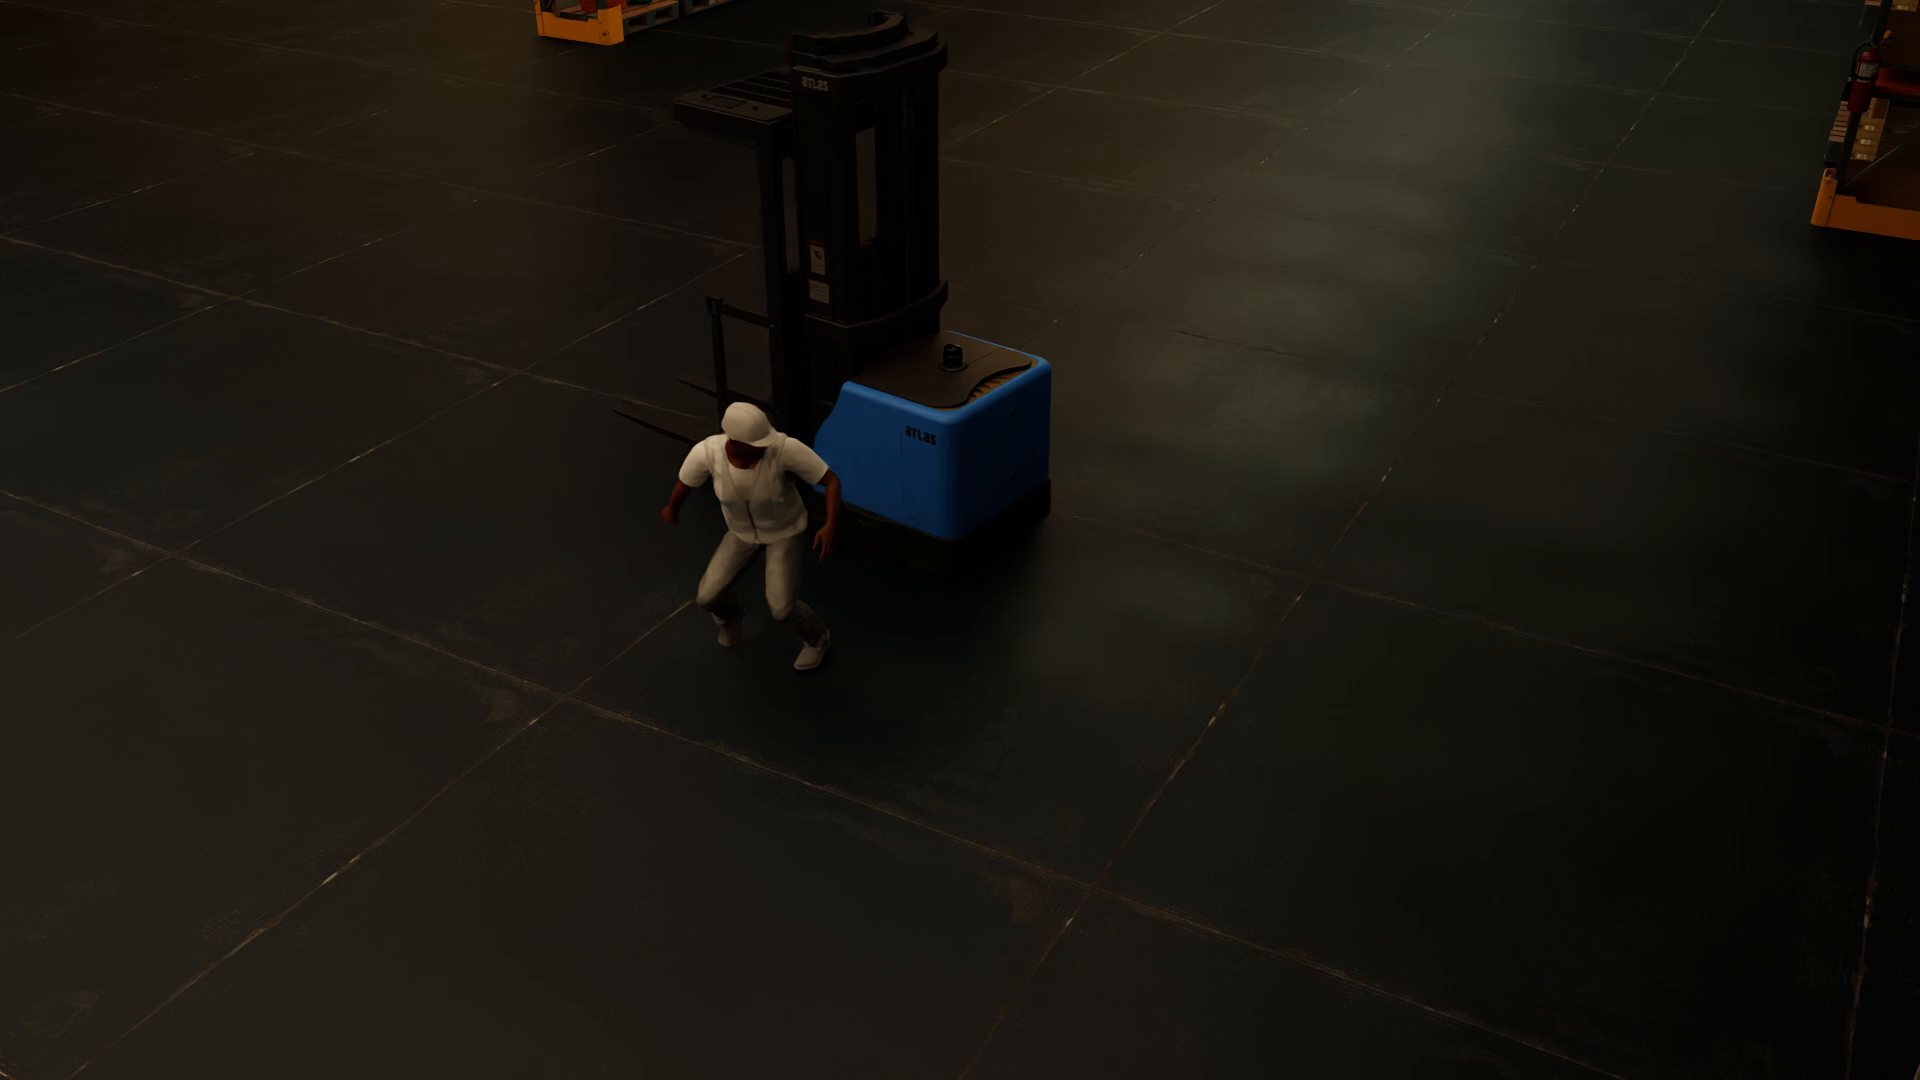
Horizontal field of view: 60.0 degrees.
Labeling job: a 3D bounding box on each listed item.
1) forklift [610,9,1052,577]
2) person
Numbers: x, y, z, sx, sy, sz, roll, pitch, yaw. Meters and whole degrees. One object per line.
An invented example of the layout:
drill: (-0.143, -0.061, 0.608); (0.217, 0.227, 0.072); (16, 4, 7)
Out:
forklift: (-0.932, -1.641, 9.914); (3.031, 2.935, 1.130); (21, 36, 31)
person: (-1.089, -0.026, 8.532); (1.049, 1.651, 0.508); (7, 31, 12)
